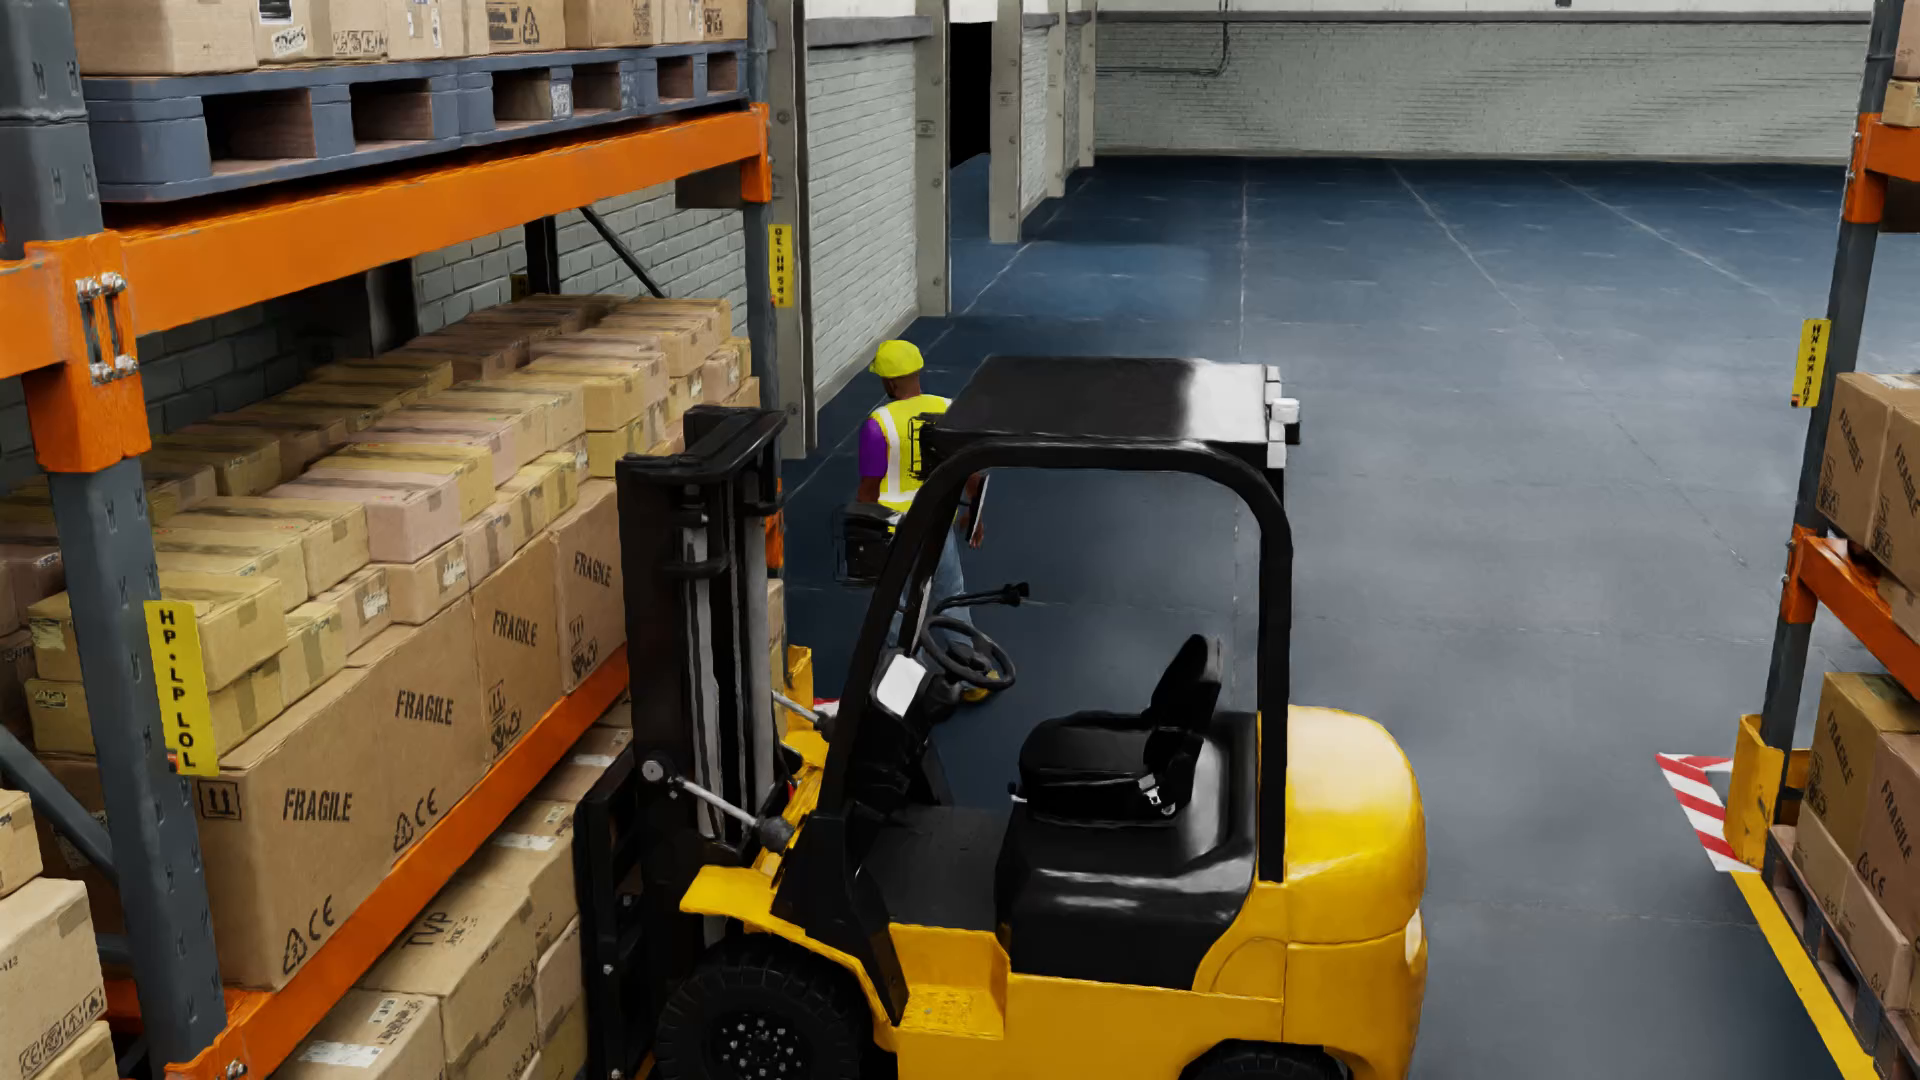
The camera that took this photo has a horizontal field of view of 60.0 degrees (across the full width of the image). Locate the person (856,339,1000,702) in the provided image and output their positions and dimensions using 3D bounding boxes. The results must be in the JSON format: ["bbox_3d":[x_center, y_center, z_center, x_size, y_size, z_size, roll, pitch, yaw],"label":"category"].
[{"bbox_3d":[-0.149,-0.083,7.798,0.696,1.749,0.504,-8,19,-24],"label":"person"}]
